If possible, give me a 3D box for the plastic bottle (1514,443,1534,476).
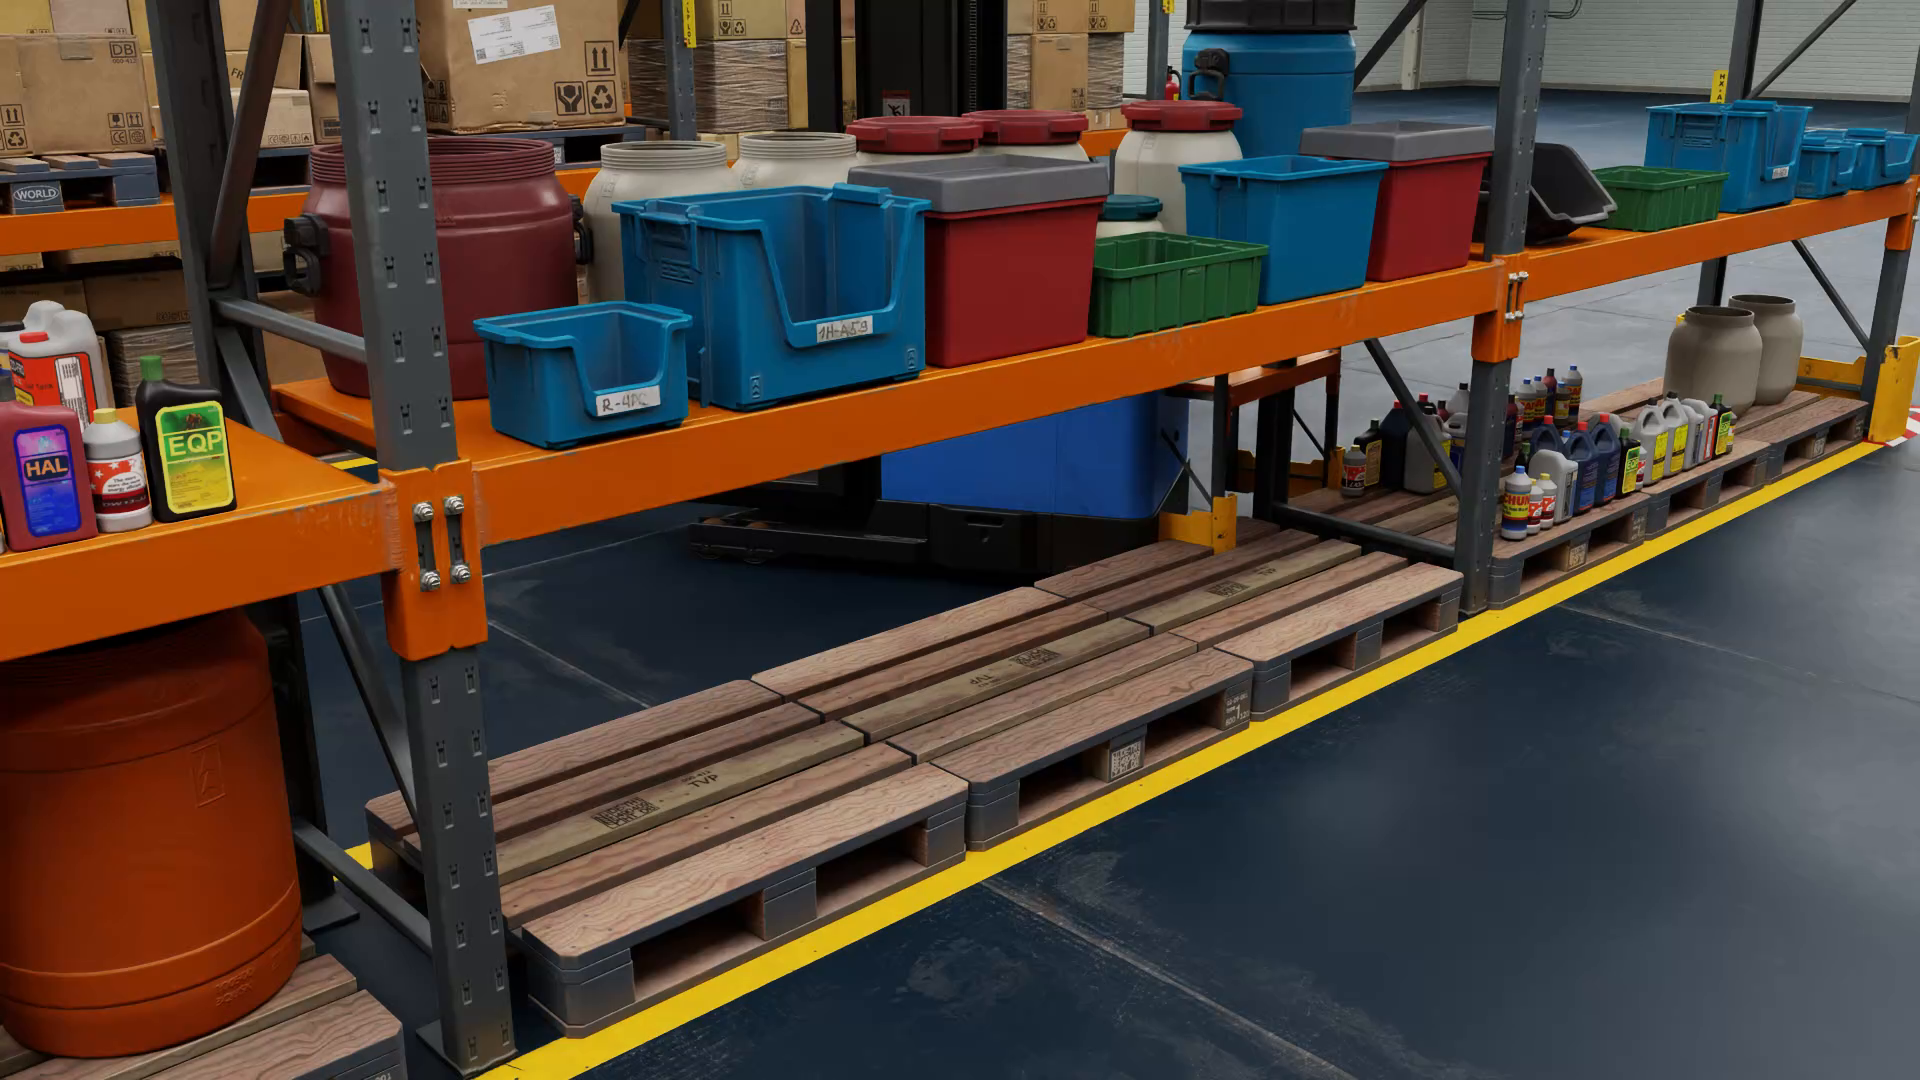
[{"bbox_3d":[2.245,-0.250,6.583,0.133,0.283,0.061,-16,24,-41],"label":"plastic bottle"}]

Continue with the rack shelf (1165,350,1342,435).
[{"bbox_3d":[1.073,-0.625,6.651,0.538,0.185,1.000,10,19,35],"label":"rack shelf"}]

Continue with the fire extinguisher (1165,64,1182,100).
[{"bbox_3d":[1.473,-3.107,11.829,0.183,0.674,0.296,-16,24,-41],"label":"fire extinguisher"}]

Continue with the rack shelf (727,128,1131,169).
[{"bbox_3d":[-0.380,-2.457,10.865,4.000,0.370,1.077,-16,24,-41],"label":"rack shelf"}]

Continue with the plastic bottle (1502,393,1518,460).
[{"bbox_3d":[2.408,-0.502,7.361,0.133,0.283,0.061,-16,24,-41],"label":"plastic bottle"}]

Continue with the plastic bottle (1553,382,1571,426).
[{"bbox_3d":[2.870,-0.655,7.964,0.097,0.201,0.097,0,18,0],"label":"plastic bottle"}]

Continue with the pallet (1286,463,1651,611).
[{"bbox_3d":[2.086,-0.072,6.863,1.213,0.211,1.003,-16,24,-41],"label":"pallet"}]

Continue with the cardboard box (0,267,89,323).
[{"bbox_3d":[-4.273,-1.053,7.493,0.500,0.250,0.500,-15,23,-39],"label":"cardboard box"}]

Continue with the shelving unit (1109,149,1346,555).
[{"bbox_3d":[1.065,-0.796,6.597,0.587,1.500,1.083,10,19,35],"label":"shelving unit"}]

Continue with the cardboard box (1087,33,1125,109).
[{"bbox_3d":[0.655,-3.301,11.659,0.500,0.500,0.875,-16,24,-41],"label":"cardboard box"}]

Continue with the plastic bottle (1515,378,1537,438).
[{"bbox_3d":[2.623,-0.616,7.731,0.097,0.271,0.097,0,18,0],"label":"plastic bottle"}]

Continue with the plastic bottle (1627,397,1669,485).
[{"bbox_3d":[2.887,-0.422,7.006,0.185,0.351,0.144,-17,24,-41],"label":"plastic bottle"}]

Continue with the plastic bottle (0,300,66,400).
[{"bbox_3d":[-1.873,-0.339,3.369,0.135,0.276,0.152,-16,24,-41],"label":"plastic bottle"}]

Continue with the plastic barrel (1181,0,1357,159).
[{"bbox_3d":[1.081,-1.490,5.903,0.708,0.901,0.600,-16,24,-41],"label":"plastic barrel"}]

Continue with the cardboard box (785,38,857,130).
[{"bbox_3d":[-1.076,-2.744,9.939,0.500,0.500,0.875,-16,24,-41],"label":"cardboard box"}]

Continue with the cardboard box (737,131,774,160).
[{"bbox_3d":[-1.280,-2.284,9.572,0.250,0.149,0.380,-16,24,-41],"label":"cardboard box"}]

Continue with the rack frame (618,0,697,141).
[{"bbox_3d":[-1.833,-2.375,9.446,0.127,3.000,1.000,-16,24,-41],"label":"rack frame"}]

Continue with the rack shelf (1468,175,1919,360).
[{"bbox_3d":[3.023,-1.347,7.441,4.000,0.370,1.077,-16,24,-41],"label":"rack shelf"}]

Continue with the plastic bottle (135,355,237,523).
[{"bbox_3d":[-1.337,-0.181,2.868,0.133,0.283,0.061,-16,24,-41],"label":"plastic bottle"}]

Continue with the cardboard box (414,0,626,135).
[{"bbox_3d":[-2.507,-2.723,8.867,1.000,1.000,1.000,-16,24,-40],"label":"cardboard box"}]

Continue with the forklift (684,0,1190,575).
[{"bbox_3d":[-0.599,-1.447,6.696,3.031,2.935,1.130,5,19,15],"label":"forklift"}]

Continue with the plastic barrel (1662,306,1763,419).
[{"bbox_3d":[3.686,-0.866,8.146,0.421,0.512,0.421,0,18,0],"label":"plastic barrel"}]

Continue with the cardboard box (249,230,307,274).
[{"bbox_3d":[-5.557,-2.486,12.755,0.750,0.750,1.050,-16,24,-41],"label":"cardboard box"}]

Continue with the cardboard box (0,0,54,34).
[{"bbox_3d":[-6.632,-3.602,11.446,0.500,0.500,0.700,-17,24,-41],"label":"cardboard box"}]

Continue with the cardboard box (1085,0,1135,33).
[{"bbox_3d":[0.844,-3.715,11.315,0.500,0.500,0.500,-16,24,-41],"label":"cardboard box"}]

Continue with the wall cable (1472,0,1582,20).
[{"bbox_3d":[14.574,-14.671,42.678,0.112,2.526,3.097,-16,24,-41],"label":"wall cable"}]

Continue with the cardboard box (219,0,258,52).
[{"bbox_3d":[-5.524,-3.925,12.443,0.500,0.500,0.700,-17,24,-42],"label":"cardboard box"}]

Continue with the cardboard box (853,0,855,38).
[{"bbox_3d":[-0.605,-3.290,10.004,0.500,0.500,0.500,-16,24,-41],"label":"cardboard box"}]

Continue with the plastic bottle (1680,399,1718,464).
[{"bbox_3d":[3.241,-0.492,7.340,0.135,0.276,0.152,-16,24,-40],"label":"plastic bottle"}]

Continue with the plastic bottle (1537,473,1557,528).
[{"bbox_3d":[2.250,-0.156,6.425,0.097,0.201,0.097,0,18,0],"label":"plastic bottle"}]

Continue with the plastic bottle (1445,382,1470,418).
[{"bbox_3d":[2.214,-0.524,7.320,0.185,0.351,0.144,-16,24,-41],"label":"plastic bottle"}]

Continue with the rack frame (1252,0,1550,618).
[{"bbox_3d":[1.570,-1.265,6.023,0.127,3.000,1.000,-16,24,-41],"label":"rack frame"}]

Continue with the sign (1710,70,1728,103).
[{"bbox_3d":[4.101,-2.369,8.978,0.005,0.325,0.100,-16,24,-41],"label":"sign"}]

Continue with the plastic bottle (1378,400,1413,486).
[{"bbox_3d":[1.840,-0.415,6.984,0.185,0.351,0.144,-17,25,-42],"label":"plastic bottle"}]

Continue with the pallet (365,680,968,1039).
[{"bbox_3d":[-0.747,0.754,4.318,1.213,0.211,1.003,-16,24,-41],"label":"pallet"}]

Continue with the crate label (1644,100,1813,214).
[{"bbox_3d":[3.325,-1.679,7.242,0.616,0.435,0.502,-16,24,-41],"label":"crate label"}]

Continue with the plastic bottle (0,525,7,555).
[{"bbox_3d":[-1.601,-0.072,2.667,0.097,0.201,0.097,0,18,0],"label":"plastic bottle"}]

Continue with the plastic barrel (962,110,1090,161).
[{"bbox_3d":[0.191,-1.021,5.049,0.433,0.535,0.433,0,18,0],"label":"plastic barrel"}]

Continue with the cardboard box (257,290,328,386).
[{"bbox_3d":[-3.465,-0.936,8.348,0.500,0.500,0.700,-14,23,-36],"label":"cardboard box"}]

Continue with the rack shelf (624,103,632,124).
[{"bbox_3d":[-3.714,-3.590,14.359,4.000,0.370,1.077,-16,24,-41],"label":"rack shelf"}]

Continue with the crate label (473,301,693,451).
[{"bbox_3d":[-0.773,-0.343,3.451,0.416,0.233,0.303,-16,24,-41],"label":"crate label"}]

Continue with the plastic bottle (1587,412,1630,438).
[{"bbox_3d":[2.767,-0.415,7.103,0.135,0.276,0.152,-16,24,-41],"label":"plastic bottle"}]

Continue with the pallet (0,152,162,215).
[{"bbox_3d":[-4.295,-1.611,7.401,1.003,0.211,1.213,-16,24,-41],"label":"pallet"}]

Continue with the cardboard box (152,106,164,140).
[{"bbox_3d":[-3.713,-2.077,8.065,0.396,0.266,0.258,17,25,42],"label":"cardboard box"}]

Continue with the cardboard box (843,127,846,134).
[{"bbox_3d":[-0.732,-2.442,10.060,0.250,0.149,0.380,-16,24,-41],"label":"cardboard box"}]

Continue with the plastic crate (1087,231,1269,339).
[{"bbox_3d":[0.498,-0.732,4.722,0.662,0.188,0.450,-16,24,-41],"label":"plastic crate"}]

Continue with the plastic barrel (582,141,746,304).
[{"bbox_3d":[-0.736,-0.737,4.211,0.421,0.512,0.421,0,18,0],"label":"plastic barrel"}]

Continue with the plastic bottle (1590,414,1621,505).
[{"bbox_3d":[2.579,-0.332,6.728,0.144,0.351,0.185,17,24,42],"label":"plastic bottle"}]

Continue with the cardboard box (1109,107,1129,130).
[{"bbox_3d":[1.008,-2.996,11.770,0.250,0.149,0.380,-16,24,-41],"label":"cardboard box"}]

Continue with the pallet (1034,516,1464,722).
[{"bbox_3d":[1.026,0.236,5.913,1.213,0.211,1.003,-16,24,-41],"label":"pallet"}]
